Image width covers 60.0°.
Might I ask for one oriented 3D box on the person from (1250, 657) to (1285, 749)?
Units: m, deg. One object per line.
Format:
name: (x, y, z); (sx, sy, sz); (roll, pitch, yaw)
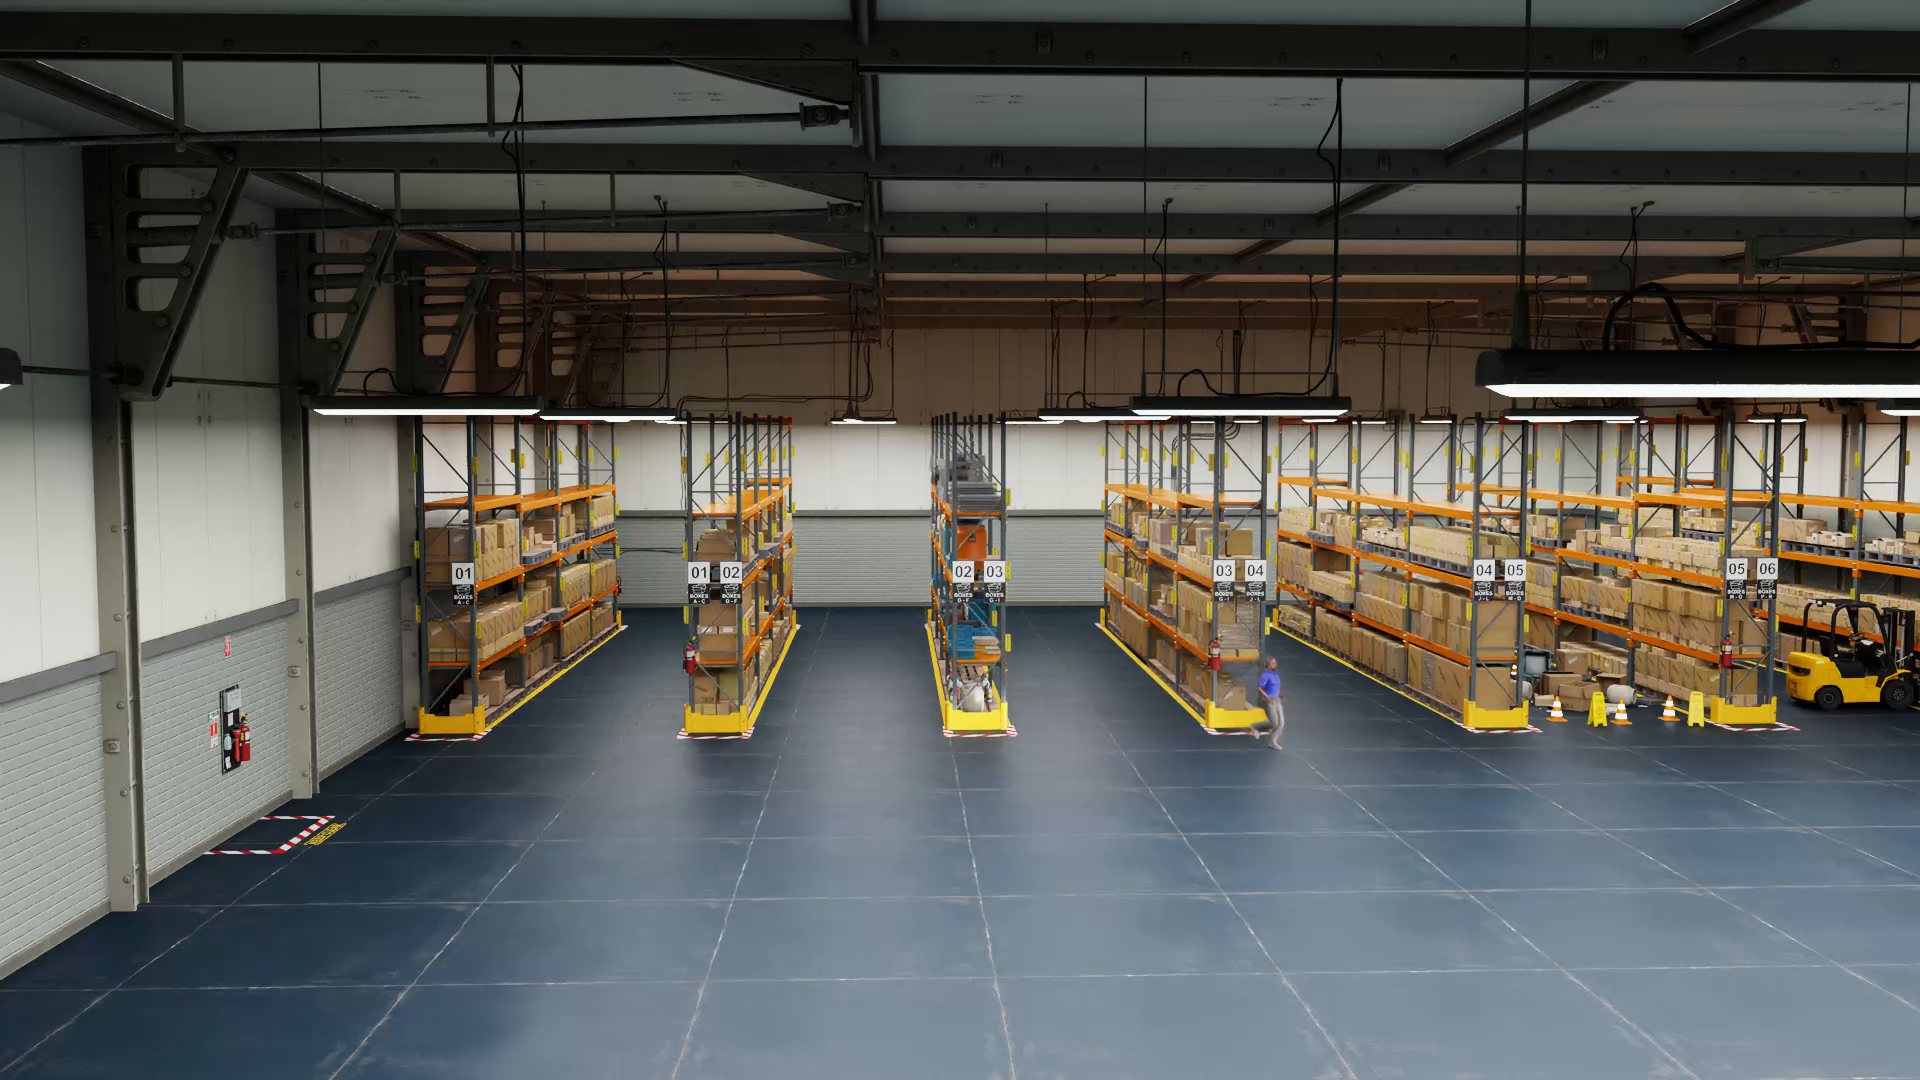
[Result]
person: (5.515, 2.906, 29.752); (0.605, 1.627, 0.587); (3, 5, 40)

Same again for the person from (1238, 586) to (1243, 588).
person: (7.238, 1.903, 43.122); (0.689, 1.785, 0.926); (0, 4, -3)

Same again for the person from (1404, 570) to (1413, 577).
person: (13.317, 1.552, 49.324); (0.698, 1.675, 0.622); (0, 4, -2)
